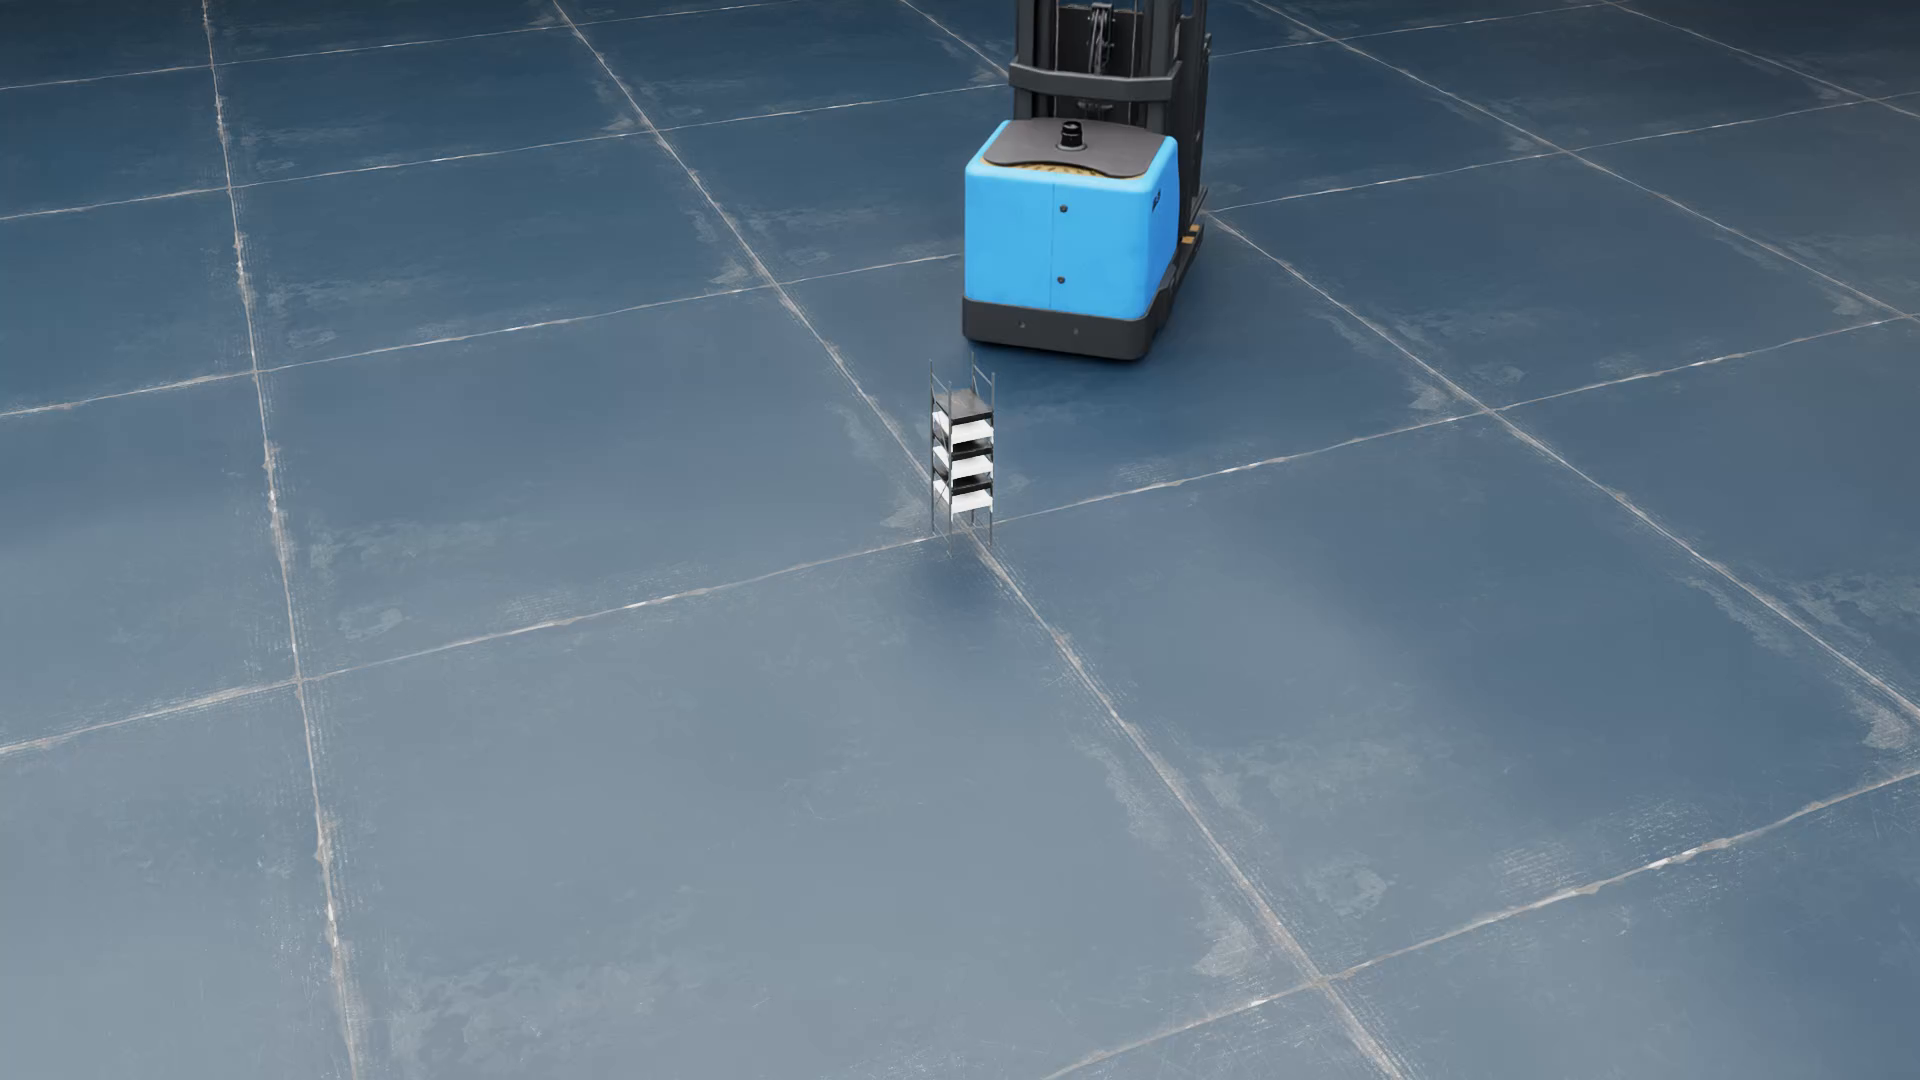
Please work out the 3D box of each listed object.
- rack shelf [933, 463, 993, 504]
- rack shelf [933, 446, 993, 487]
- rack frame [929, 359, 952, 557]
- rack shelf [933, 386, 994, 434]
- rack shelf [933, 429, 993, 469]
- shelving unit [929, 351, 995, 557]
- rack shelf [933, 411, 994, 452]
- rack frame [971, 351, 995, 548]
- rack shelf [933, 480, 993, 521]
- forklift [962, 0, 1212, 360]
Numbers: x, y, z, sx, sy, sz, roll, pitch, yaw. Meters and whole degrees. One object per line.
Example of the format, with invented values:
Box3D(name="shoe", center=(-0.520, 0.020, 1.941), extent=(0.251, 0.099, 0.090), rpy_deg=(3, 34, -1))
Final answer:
Box3D(name="rack shelf", center=(0.007, -0.276, 7.574), extent=(0.200, 0.077, 0.258), rpy_deg=(-13, 35, -19))
Box3D(name="rack shelf", center=(0.007, -0.351, 7.525), extent=(0.200, 0.077, 0.258), rpy_deg=(-13, 35, -19))
Box3D(name="rack frame", center=(-0.086, -0.357, 7.474), extent=(0.006, 0.900, 0.240), rpy_deg=(-13, 35, -19))
Box3D(name="rack shelf", center=(0.007, -0.577, 7.378), extent=(0.200, 0.077, 0.258), rpy_deg=(-13, 35, -19))
Box3D(name="rack shelf", center=(0.007, -0.426, 7.476), extent=(0.200, 0.077, 0.258), rpy_deg=(-13, 35, -19))
Box3D(name="shelving unit", center=(0.007, -0.379, 7.507), extent=(0.210, 0.900, 0.258), rpy_deg=(-13, 35, -19))
Box3D(name="rack shelf", center=(0.007, -0.502, 7.427), extent=(0.200, 0.077, 0.258), rpy_deg=(-13, 35, -19))
Box3D(name="rack frame", center=(0.101, -0.400, 7.540), extent=(0.006, 0.900, 0.240), rpy_deg=(-13, 35, -19))
Box3D(name="rack shelf", center=(0.007, -0.200, 7.624), extent=(0.200, 0.077, 0.258), rpy_deg=(-13, 35, -19))
Box3D(name="forklift", center=(0.921, -3.017, 9.699), extent=(1.130, 2.935, 3.031), rpy_deg=(9, 34, 14))
